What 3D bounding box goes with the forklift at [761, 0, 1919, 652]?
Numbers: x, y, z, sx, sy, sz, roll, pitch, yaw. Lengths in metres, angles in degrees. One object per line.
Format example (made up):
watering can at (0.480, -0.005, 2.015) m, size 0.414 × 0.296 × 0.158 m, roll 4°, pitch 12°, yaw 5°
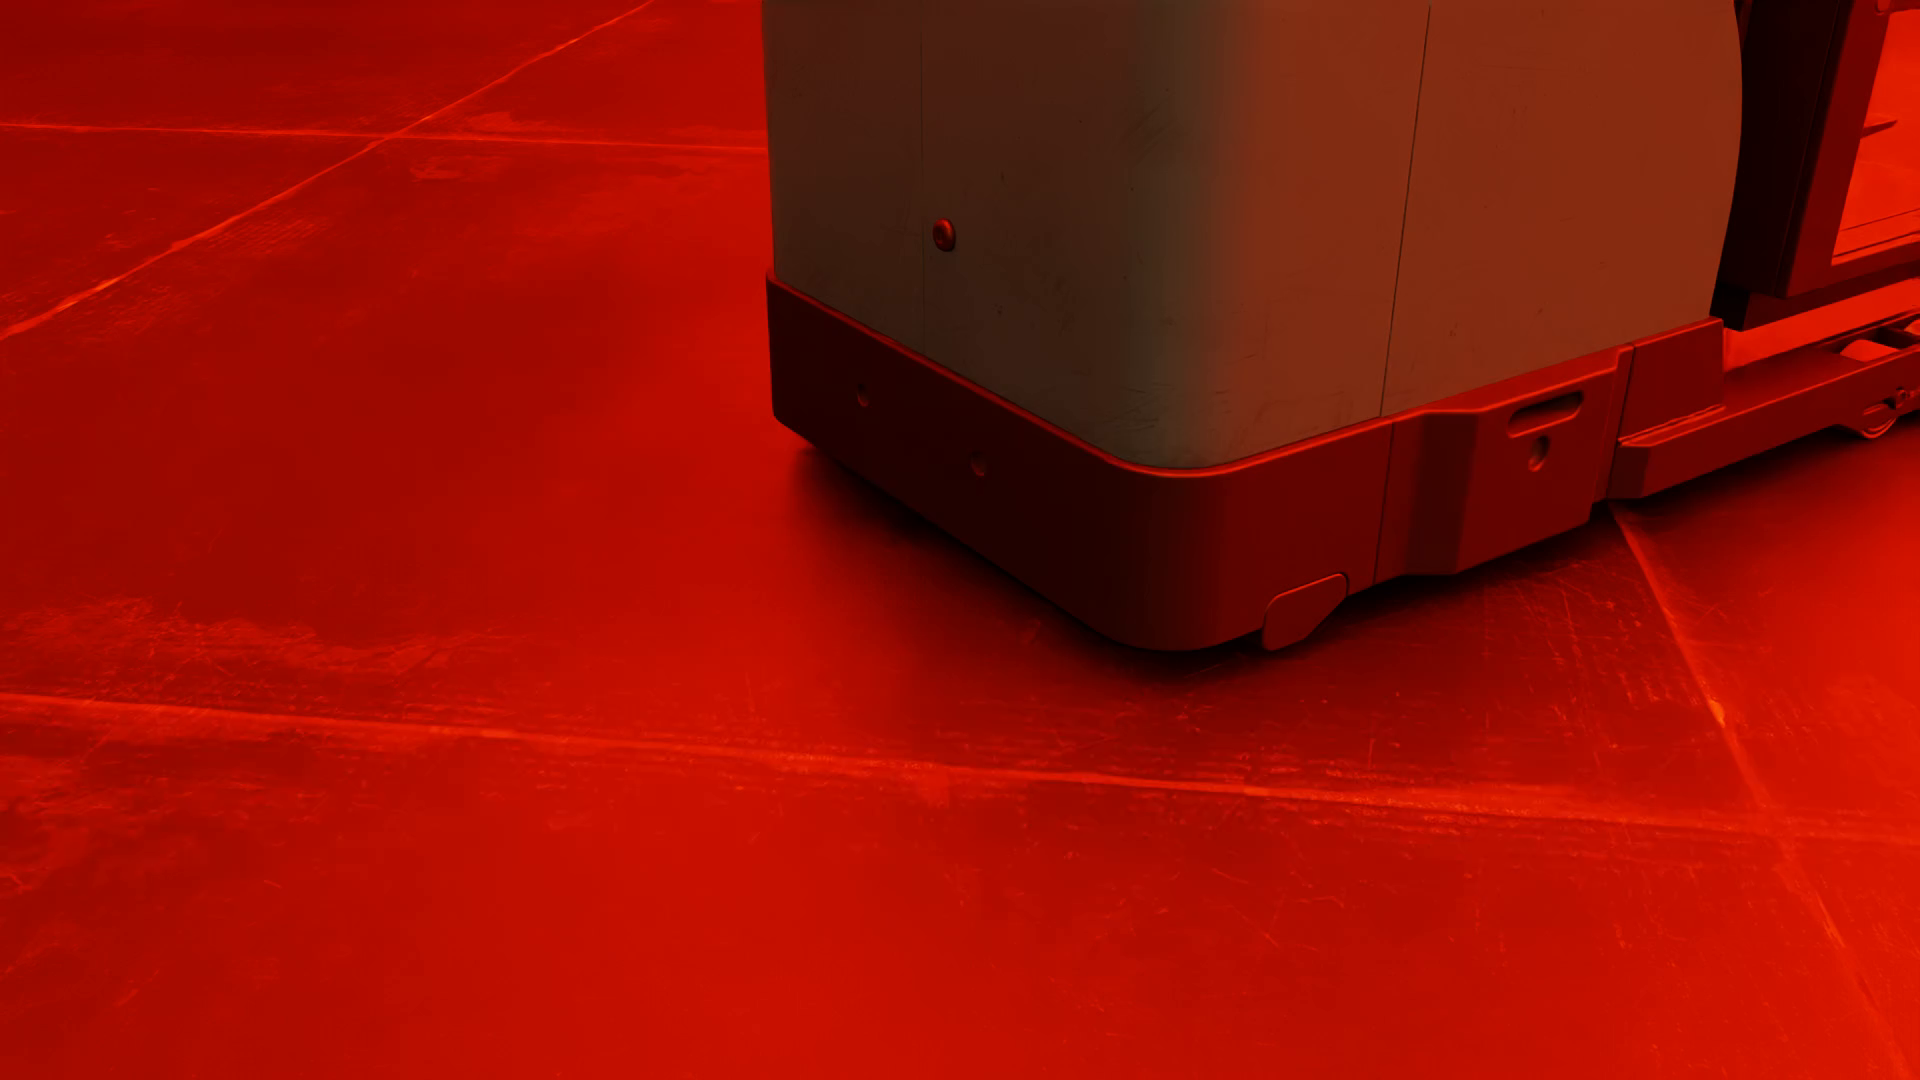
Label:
forklift at (1.195, -1.662, 2.549) m, size 3.031 × 2.935 × 1.130 m, roll -17°, pitch 31°, yaw -30°
